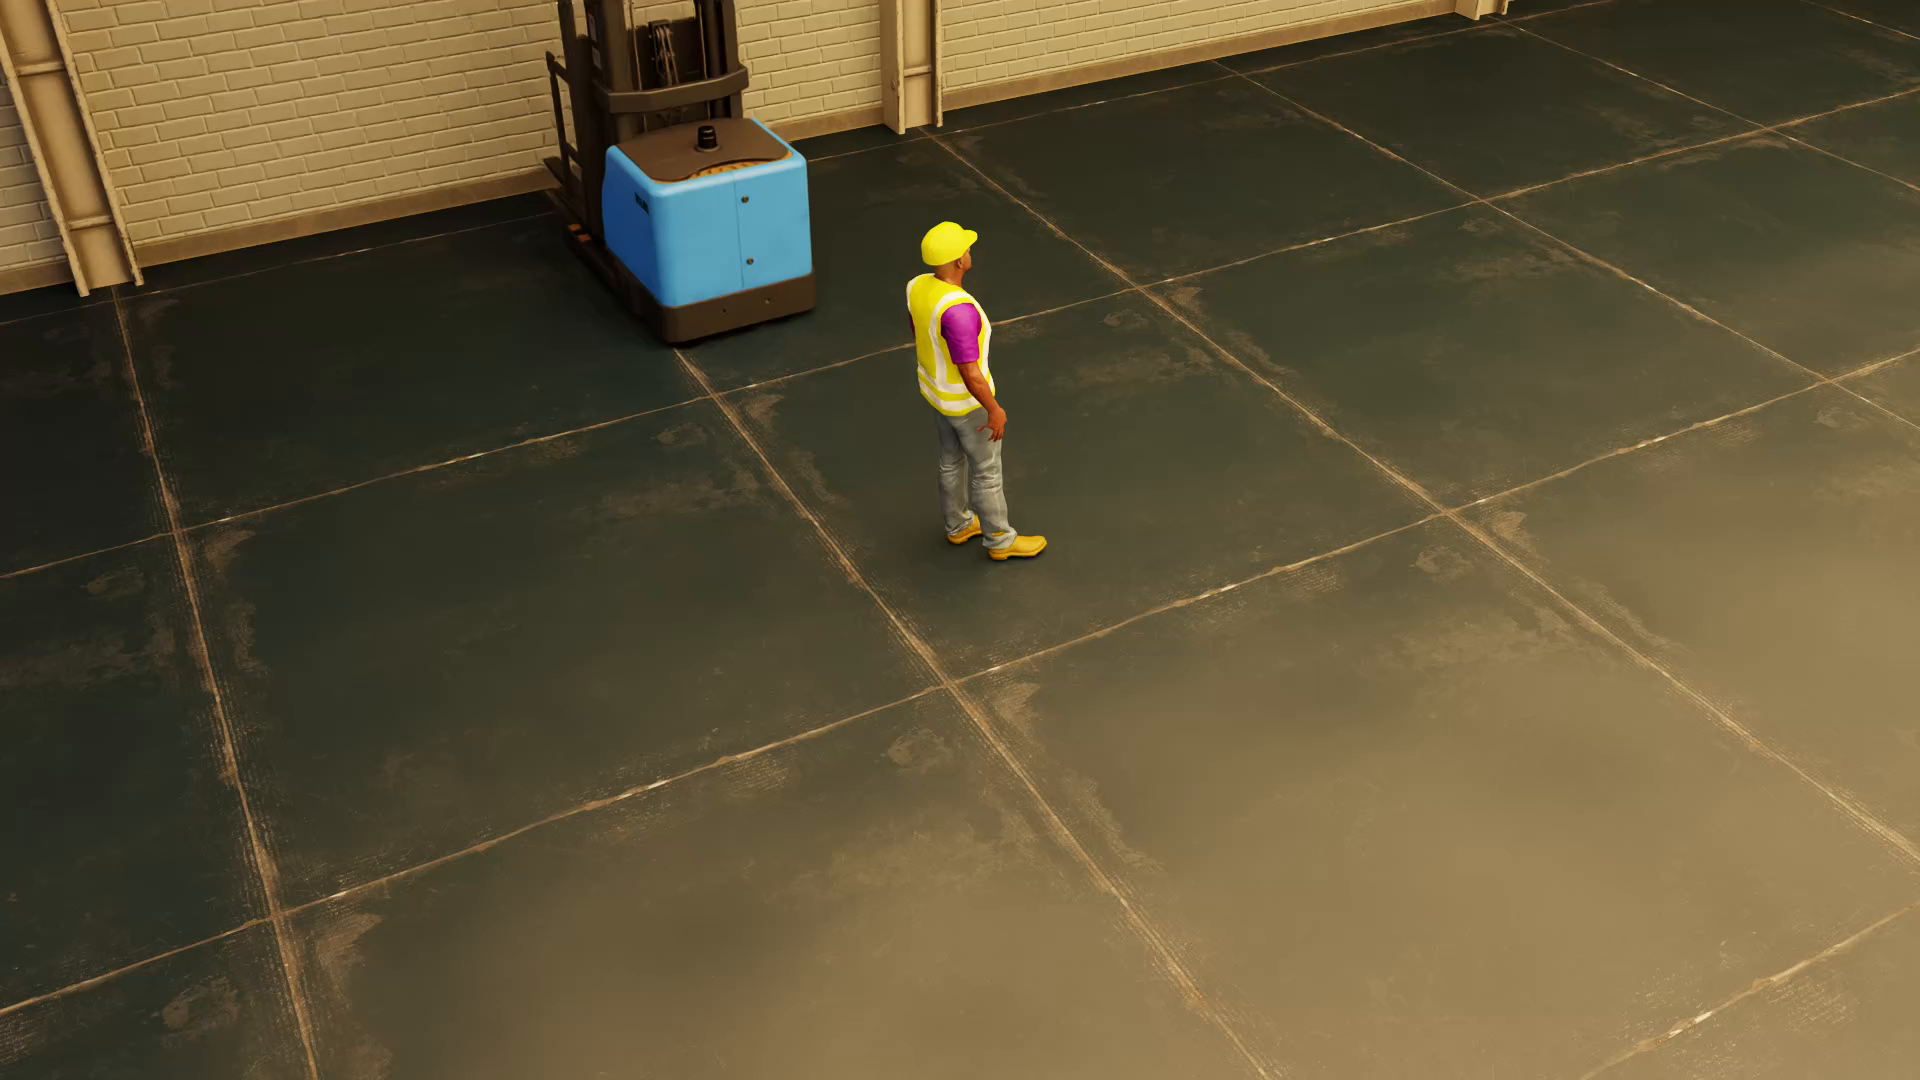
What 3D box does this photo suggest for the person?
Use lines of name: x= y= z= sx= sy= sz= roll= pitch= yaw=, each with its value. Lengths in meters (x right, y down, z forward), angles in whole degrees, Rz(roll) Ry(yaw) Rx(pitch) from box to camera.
person: x=0.064 y=-0.743 z=8.172 sx=0.575 sy=1.768 sz=0.666 roll=-17 pitch=39 yaw=-23

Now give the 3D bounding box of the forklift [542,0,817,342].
forklift: x=-2.091 y=-3.242 z=10.710 sx=1.130 sy=2.935 sz=3.031 roll=-18 pitch=39 yaw=-24
